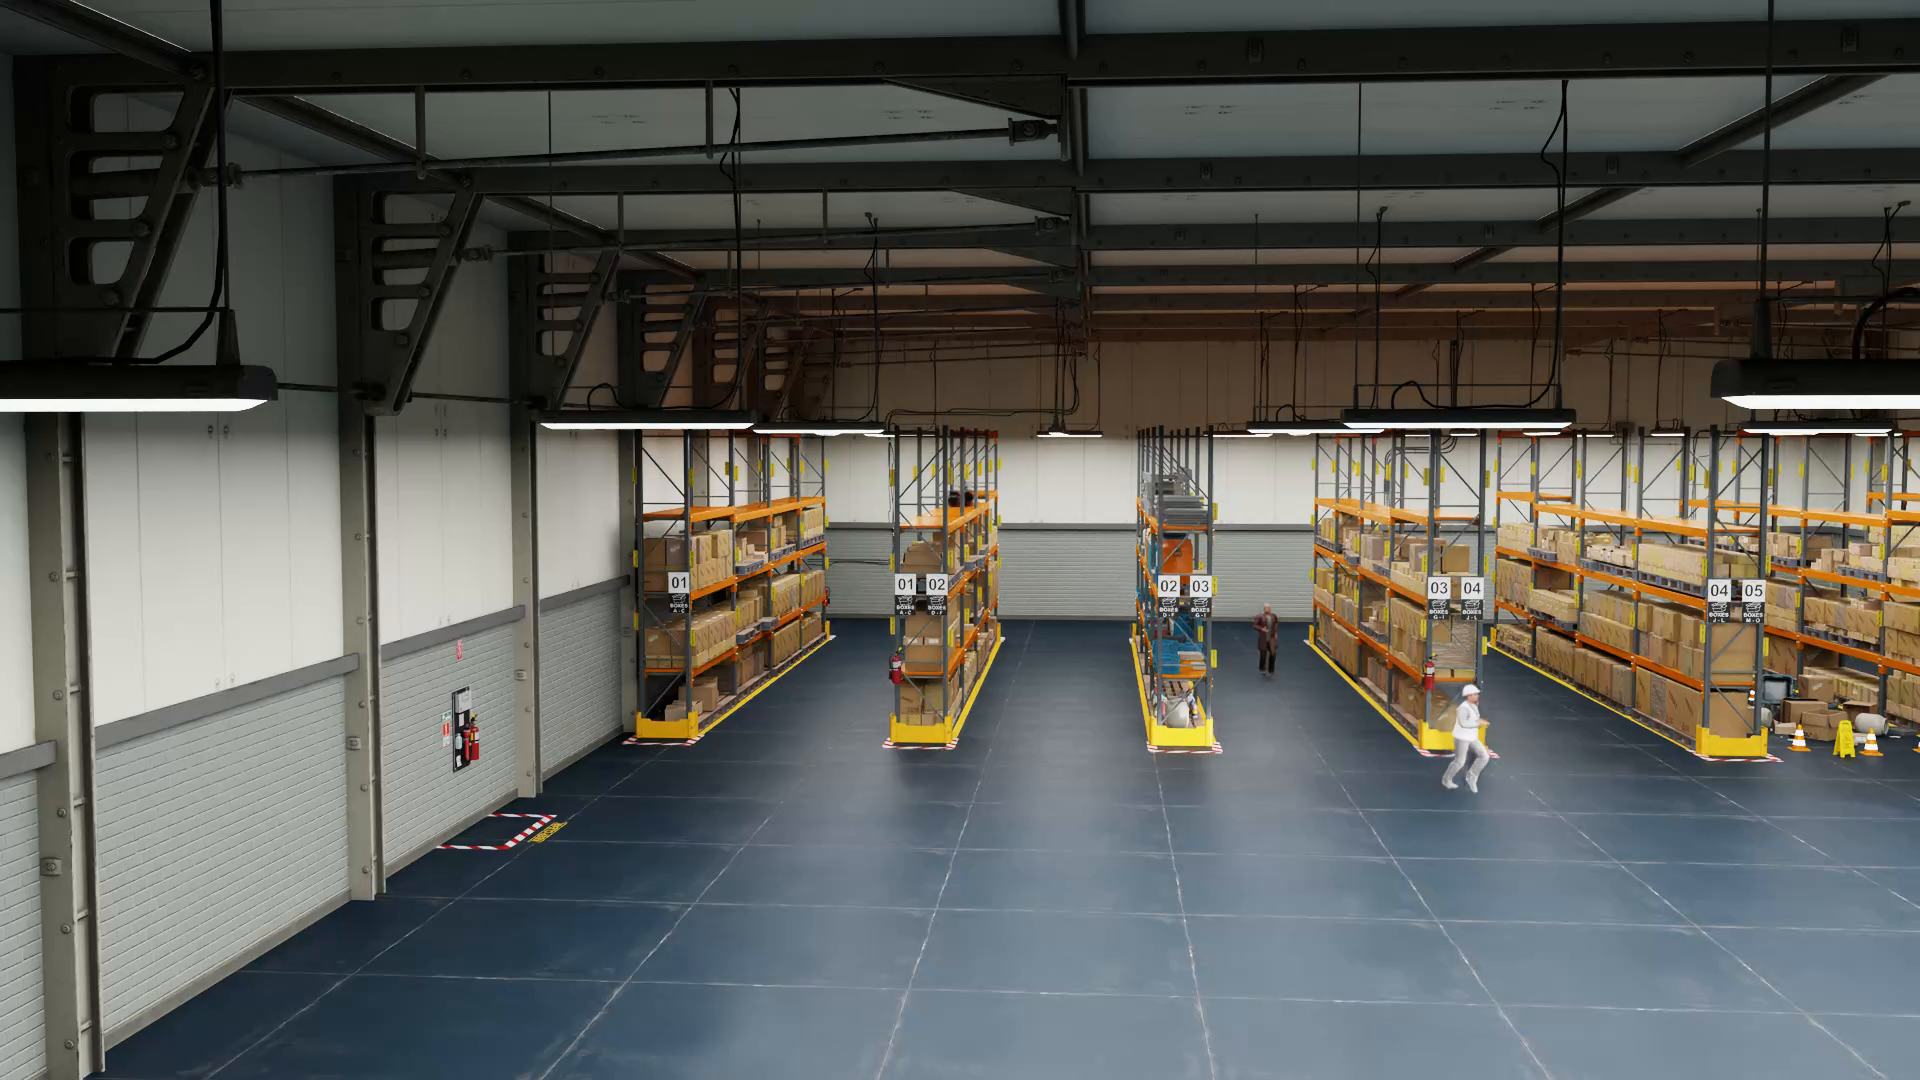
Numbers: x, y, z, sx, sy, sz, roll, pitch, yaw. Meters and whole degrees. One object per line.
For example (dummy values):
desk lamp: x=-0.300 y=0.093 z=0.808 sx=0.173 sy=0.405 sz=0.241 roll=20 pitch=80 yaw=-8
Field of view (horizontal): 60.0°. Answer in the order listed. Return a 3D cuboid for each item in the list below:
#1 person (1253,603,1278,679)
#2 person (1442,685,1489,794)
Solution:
person: x=7.381 y=2.438 z=40.084 sx=0.689 sy=1.827 sz=0.832 roll=0 pitch=3 yaw=-3
person: x=8.209 y=3.218 z=26.960 sx=0.813 sy=1.773 sz=0.681 roll=3 pitch=5 yaw=41
